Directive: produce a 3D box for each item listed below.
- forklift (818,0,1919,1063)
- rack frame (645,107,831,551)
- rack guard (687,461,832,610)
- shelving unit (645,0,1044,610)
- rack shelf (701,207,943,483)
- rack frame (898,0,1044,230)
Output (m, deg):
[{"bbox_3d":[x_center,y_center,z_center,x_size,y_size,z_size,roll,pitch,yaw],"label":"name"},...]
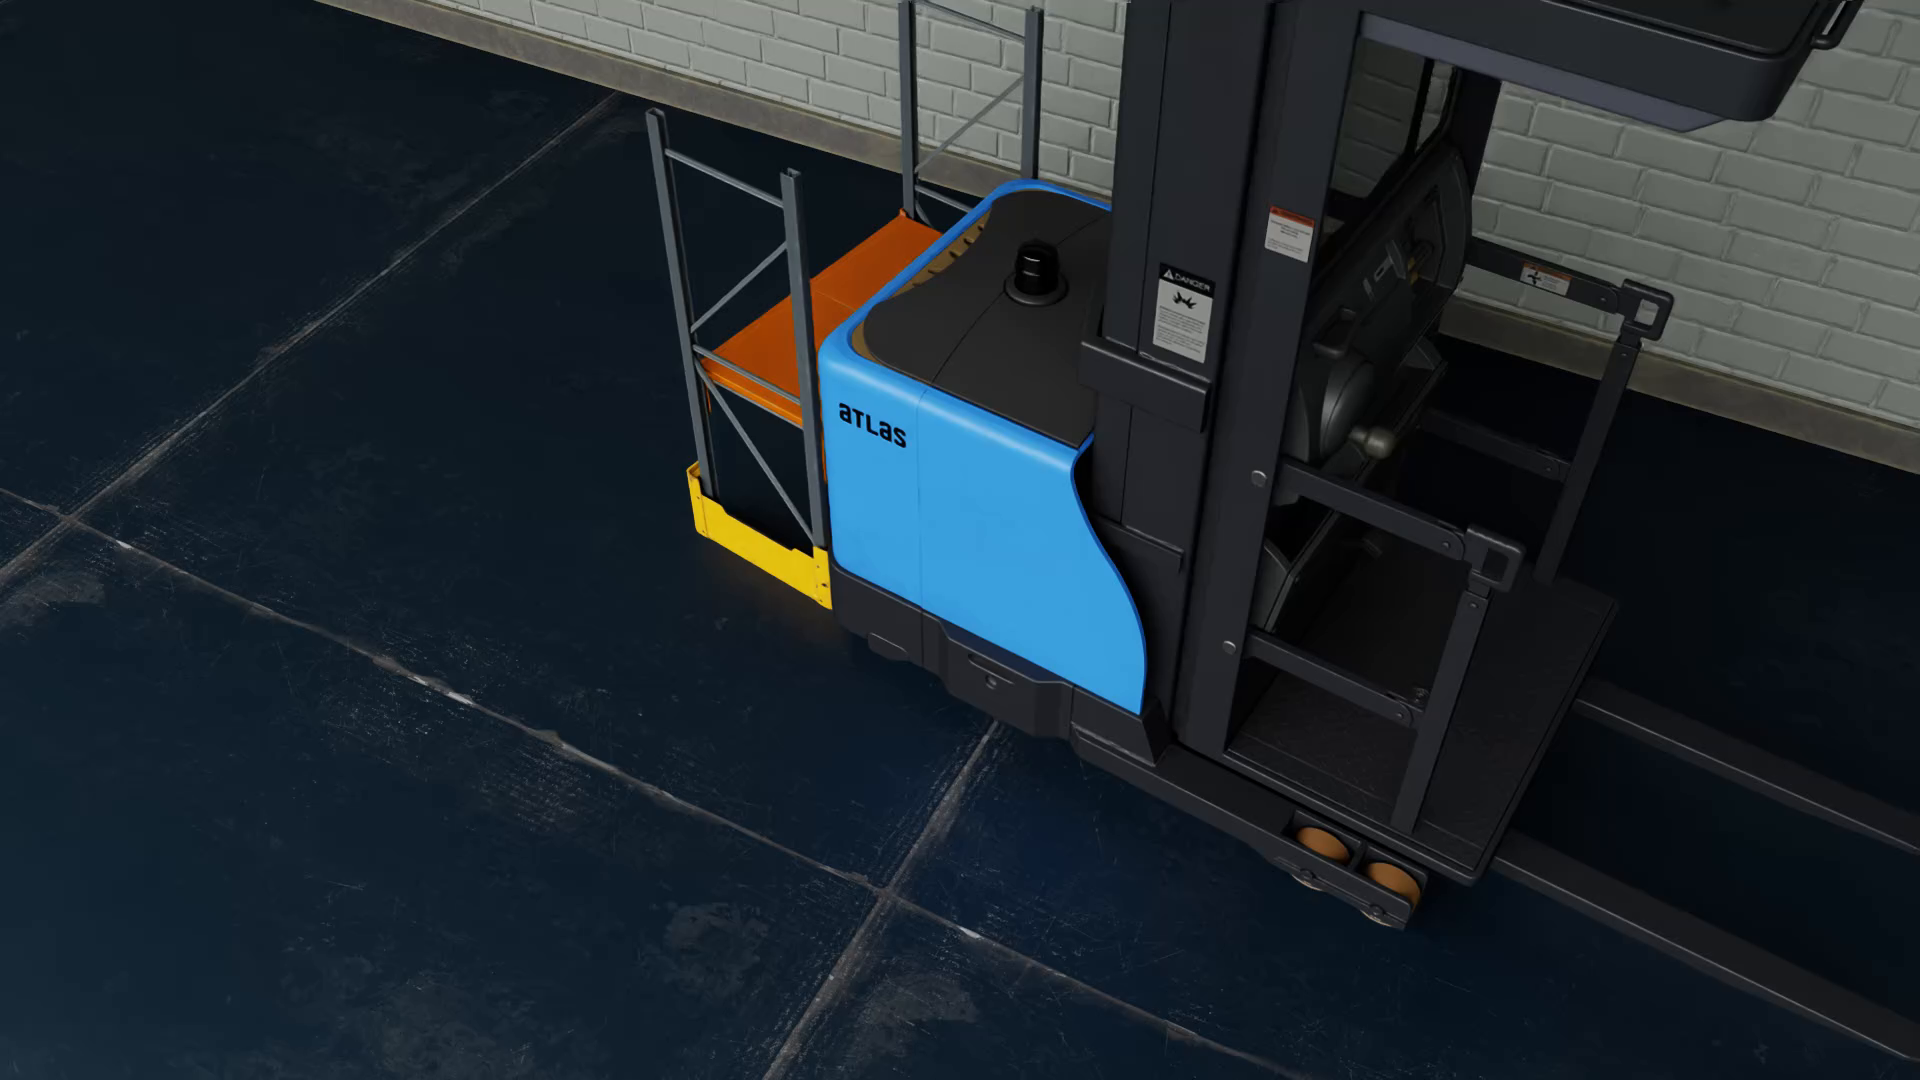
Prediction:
[{"bbox_3d":[1.130,-0.477,3.661,3.031,2.935,1.130,25,50,23],"label":"forklift"},{"bbox_3d":[-0.590,-0.458,4.649,0.500,1.500,0.032,28,52,25],"label":"rack frame"},{"bbox_3d":[-0.590,-0.020,5.094,0.587,0.250,0.087,28,52,25],"label":"rack guard"},{"bbox_3d":[-0.288,-0.741,4.928,0.587,1.500,1.083,28,52,25],"label":"shelving unit"},{"bbox_3d":[-0.283,-0.620,5.061,0.538,0.185,1.000,28,52,25],"label":"rack shelf"},{"bbox_3d":[0.025,-1.034,5.217,0.500,1.500,0.032,28,52,25],"label":"rack frame"}]
